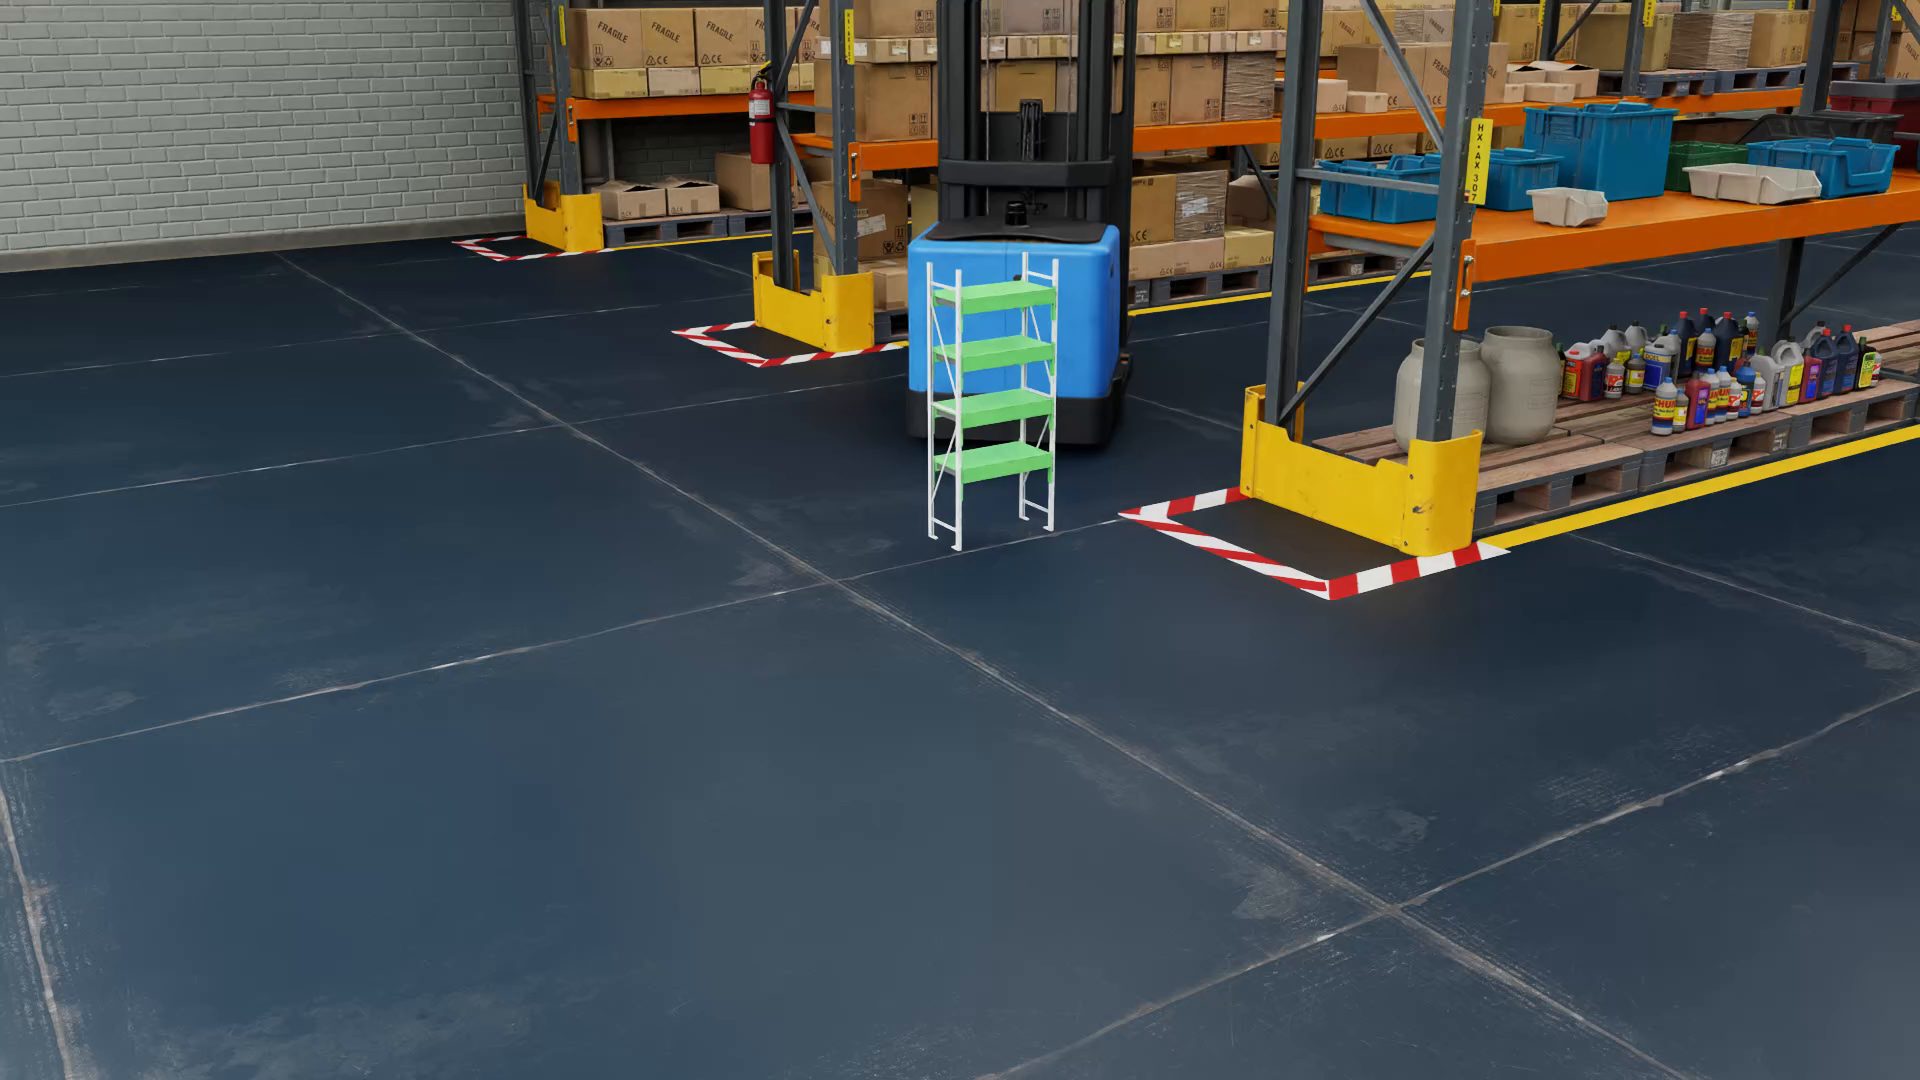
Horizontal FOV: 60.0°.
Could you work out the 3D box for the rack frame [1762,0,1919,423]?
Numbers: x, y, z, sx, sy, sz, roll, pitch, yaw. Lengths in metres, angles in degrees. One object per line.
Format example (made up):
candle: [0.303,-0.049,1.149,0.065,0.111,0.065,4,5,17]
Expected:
rack frame: [5.075,-2.206,9.087,0.127,3.000,1.000,-12,22,-31]

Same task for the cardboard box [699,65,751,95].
cardboard box: [-2.278,-4.274,15.408,0.500,0.250,0.500,-12,22,-32]

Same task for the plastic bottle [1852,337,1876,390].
plastic bottle: [4.854,-0.955,8.940,0.133,0.283,0.061,-11,21,-29]

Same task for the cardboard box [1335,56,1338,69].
cardboard box: [4.428,-5.681,19.727,0.250,0.149,0.380,-12,22,-31]

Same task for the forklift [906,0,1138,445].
forklift: [0.456,-2.305,9.486,1.130,2.935,3.031,3,19,8]

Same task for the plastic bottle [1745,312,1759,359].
plastic bottle: [4.568,-1.183,9.634,0.097,0.271,0.097,0,19,0]

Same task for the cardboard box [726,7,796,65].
cardboard box: [-1.873,-4.717,15.545,0.500,0.500,0.500,-11,22,-30]

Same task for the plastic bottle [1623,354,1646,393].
plastic bottle: [3.607,-0.892,8.883,0.097,0.201,0.097,0,19,0]

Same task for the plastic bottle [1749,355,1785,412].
plastic bottle: [4.127,-0.816,8.539,0.135,0.276,0.152,-11,22,-30]

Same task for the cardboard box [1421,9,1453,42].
cardboard box: [5.640,-6.222,20.313,0.500,0.500,0.500,-12,22,-31]

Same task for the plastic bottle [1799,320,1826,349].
plastic bottle: [4.616,-1.008,8.991,0.185,0.351,0.144,-12,22,-31]

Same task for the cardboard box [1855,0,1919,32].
cardboard box: [9.583,-5.470,17.023,0.500,0.500,0.500,-11,22,-30]

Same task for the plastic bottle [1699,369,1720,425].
plastic bottle: [3.706,-0.714,8.246,0.097,0.271,0.097,0,19,0]

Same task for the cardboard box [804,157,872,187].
cardboard box: [-1.219,-3.687,16.683,0.500,0.500,0.500,-14,23,-35]

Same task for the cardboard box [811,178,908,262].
cardboard box: [-0.703,-2.253,11.692,0.500,0.500,0.500,-12,22,-31]

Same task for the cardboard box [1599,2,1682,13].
cardboard box: [9.228,-7.019,22.856,0.700,0.700,0.980,-11,21,-29]

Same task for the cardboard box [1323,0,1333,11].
cardboard box: [3.936,-6.220,19.136,0.500,0.250,0.500,-12,22,-32]

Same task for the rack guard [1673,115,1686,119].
rack guard: [9.668,-5.790,23.590,0.348,0.500,1.175,-12,22,-31]

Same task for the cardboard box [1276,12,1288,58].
cardboard box: [3.513,-5.776,18.993,0.500,0.500,0.500,-11,22,-30]

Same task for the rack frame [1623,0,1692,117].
rack frame: [9.648,-6.970,23.177,0.127,3.000,1.000,-12,22,-31]

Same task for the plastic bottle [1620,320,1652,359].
plastic bottle: [3.660,-1.020,9.029,0.185,0.351,0.144,-12,22,-32]

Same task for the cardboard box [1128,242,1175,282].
cardboard box: [1.254,-2.111,12.442,0.500,0.250,0.500,-12,22,-31]

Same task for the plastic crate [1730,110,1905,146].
plastic crate: [4.568,-2.119,8.925,0.504,0.338,0.767,-12,22,-31]

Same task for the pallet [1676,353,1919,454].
pallet: [4.491,-0.778,9.217,1.213,0.211,1.003,-12,22,-31]

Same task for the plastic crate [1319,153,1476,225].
plastic crate: [1.987,-1.599,7.524,0.616,0.251,0.499,-12,22,-31]

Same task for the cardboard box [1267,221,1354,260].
cardboard box: [2.827,-2.433,13.395,0.500,0.250,0.500,-13,22,-33]

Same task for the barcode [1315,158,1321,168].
barcode: [2.796,-2.944,12.988,0.075,0.075,0.001,-12,22,-31]

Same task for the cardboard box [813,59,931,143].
cardboard box: [-0.590,-2.953,11.141,0.500,0.500,0.700,-12,22,-31]

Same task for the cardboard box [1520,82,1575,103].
cardboard box: [5.095,-3.885,14.445,0.250,0.149,0.380,-12,22,-31]

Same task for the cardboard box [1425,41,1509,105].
cardboard box: [4.302,-3.984,14.189,0.500,0.500,0.500,-13,23,-34]

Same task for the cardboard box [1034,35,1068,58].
cardboard box: [0.534,-3.421,11.511,0.250,0.149,0.380,-12,22,-32]

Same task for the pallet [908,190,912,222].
pallet: [-0.915,-3.407,16.994,1.213,0.211,1.003,-12,22,-31]

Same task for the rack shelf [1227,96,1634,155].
rack shelf: [4.024,-3.543,14.165,4.000,0.370,1.077,-12,22,-31]

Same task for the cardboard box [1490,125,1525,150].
cardboard box: [6.988,-5.384,21.735,0.500,0.500,0.700,-12,22,-31]

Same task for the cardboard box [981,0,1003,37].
cardboard box: [-0.110,-3.671,11.239,0.500,0.500,0.700,-13,22,-33]

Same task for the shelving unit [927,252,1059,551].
shelving unit: [0.138,-0.598,7.139,0.503,1.200,0.258,-12,22,-31]

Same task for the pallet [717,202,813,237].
pallet: [-1.935,-3.191,16.354,1.213,0.211,1.003,-12,22,-31]

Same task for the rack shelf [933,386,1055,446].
rack shelf: [0.138,-0.537,7.159,0.480,0.148,0.258,-12,22,-31]

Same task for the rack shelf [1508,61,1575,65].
rack shelf: [7.978,-6.277,22.251,4.000,0.370,1.077,-12,22,-31]

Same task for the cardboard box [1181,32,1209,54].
cardboard box: [1.601,-3.645,12.174,0.250,0.149,0.380,-12,22,-32]

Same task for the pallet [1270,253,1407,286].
pallet: [2.947,-2.351,13.869,1.213,0.211,1.003,-12,22,-31]

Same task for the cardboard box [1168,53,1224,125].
cardboard box: [1.550,-3.405,12.476,0.500,0.500,0.700,-12,22,-32]

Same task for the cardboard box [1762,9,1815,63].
cardboard box: [8.516,-5.164,17.023,0.700,0.500,0.500,14,23,35]

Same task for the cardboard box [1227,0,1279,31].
cardboard box: [1.986,-4.114,12.548,0.500,0.500,0.700,-12,22,-31]

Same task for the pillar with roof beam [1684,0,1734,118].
pillar with roof beam: [13.795,-9.367,20.902,0.400,9.000,9.100,-12,22,-31]

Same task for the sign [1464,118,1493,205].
sign: [2.033,-1.485,6.521,0.005,0.325,0.100,-12,22,-31]

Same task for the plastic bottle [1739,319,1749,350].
plastic bottle: [4.372,-1.096,9.358,0.133,0.283,0.061,-12,22,-31]
